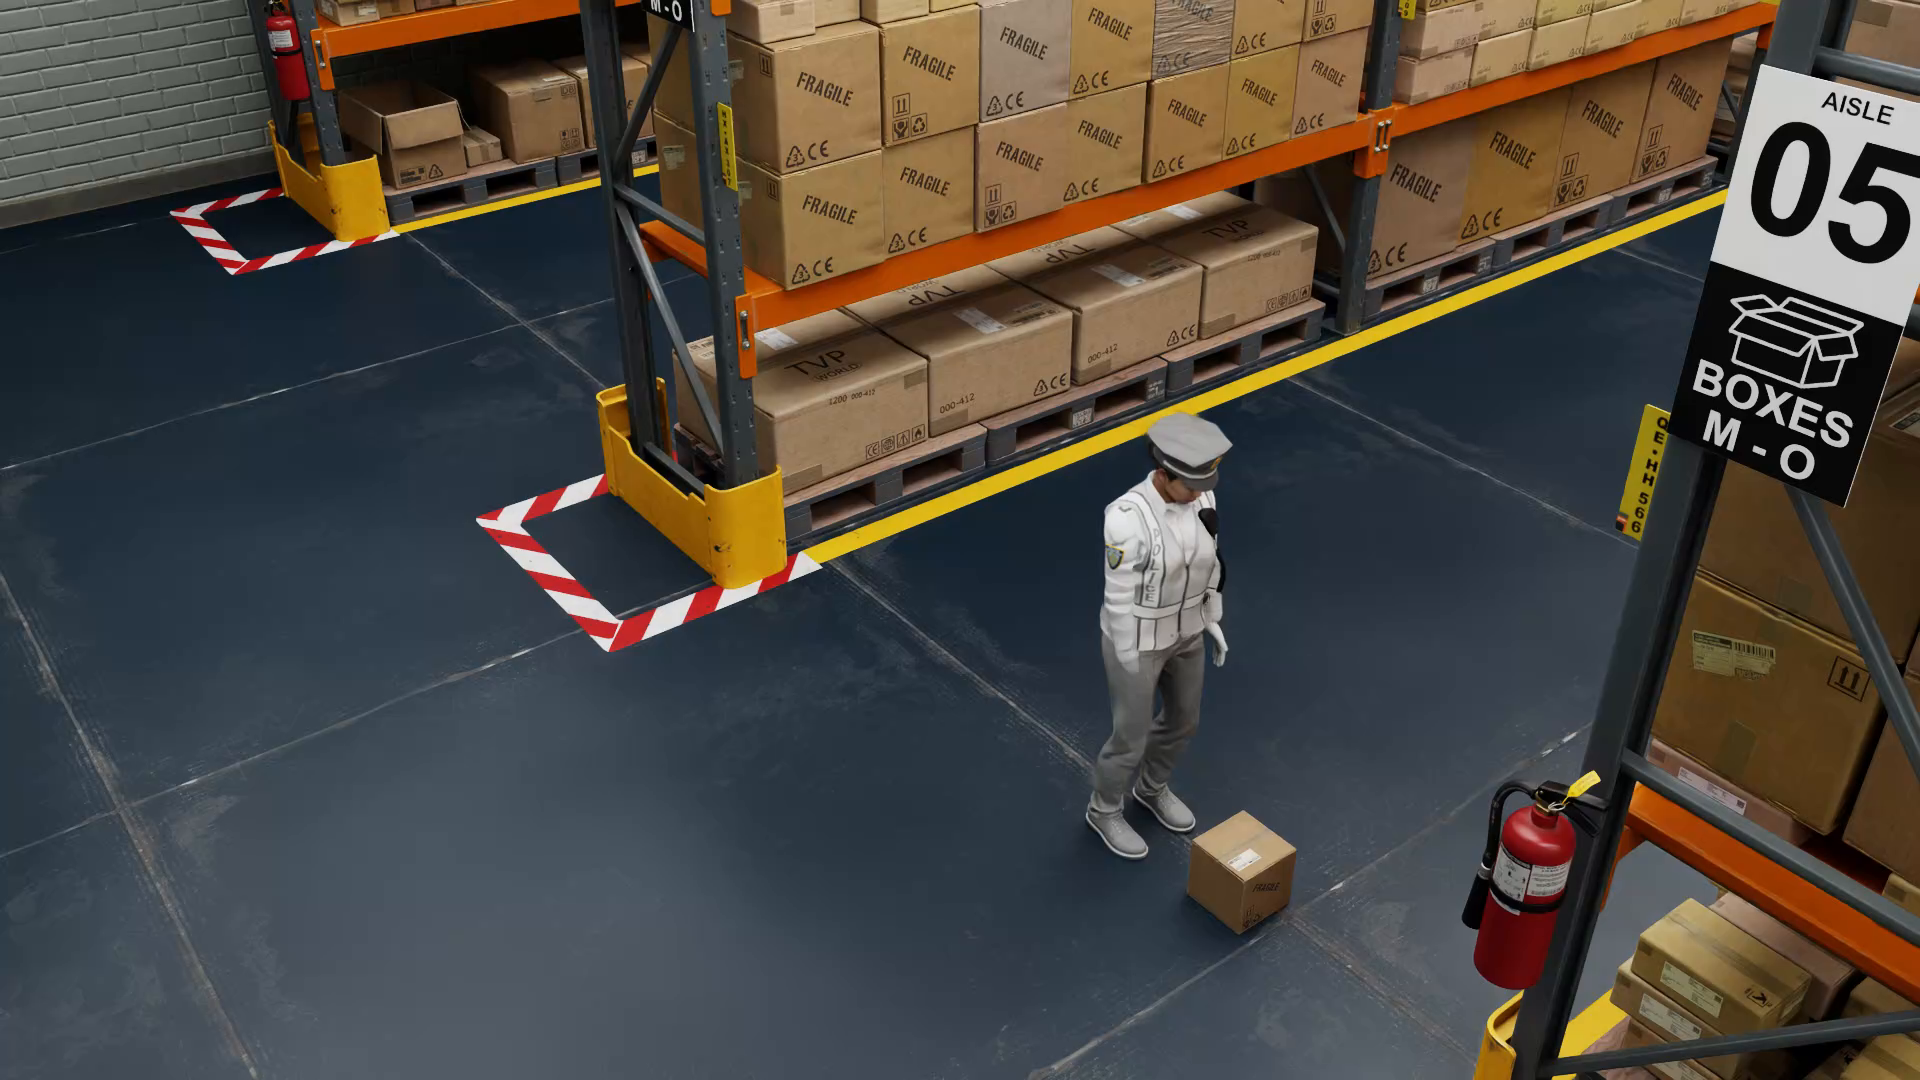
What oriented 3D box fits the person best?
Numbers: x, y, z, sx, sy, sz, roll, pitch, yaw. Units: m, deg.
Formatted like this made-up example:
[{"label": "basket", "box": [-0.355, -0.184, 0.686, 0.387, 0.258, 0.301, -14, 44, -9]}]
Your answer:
[{"label": "person", "box": [0.683, 0.332, 5.629, 0.479, 1.657, 0.352, -22, 38, -30]}]
